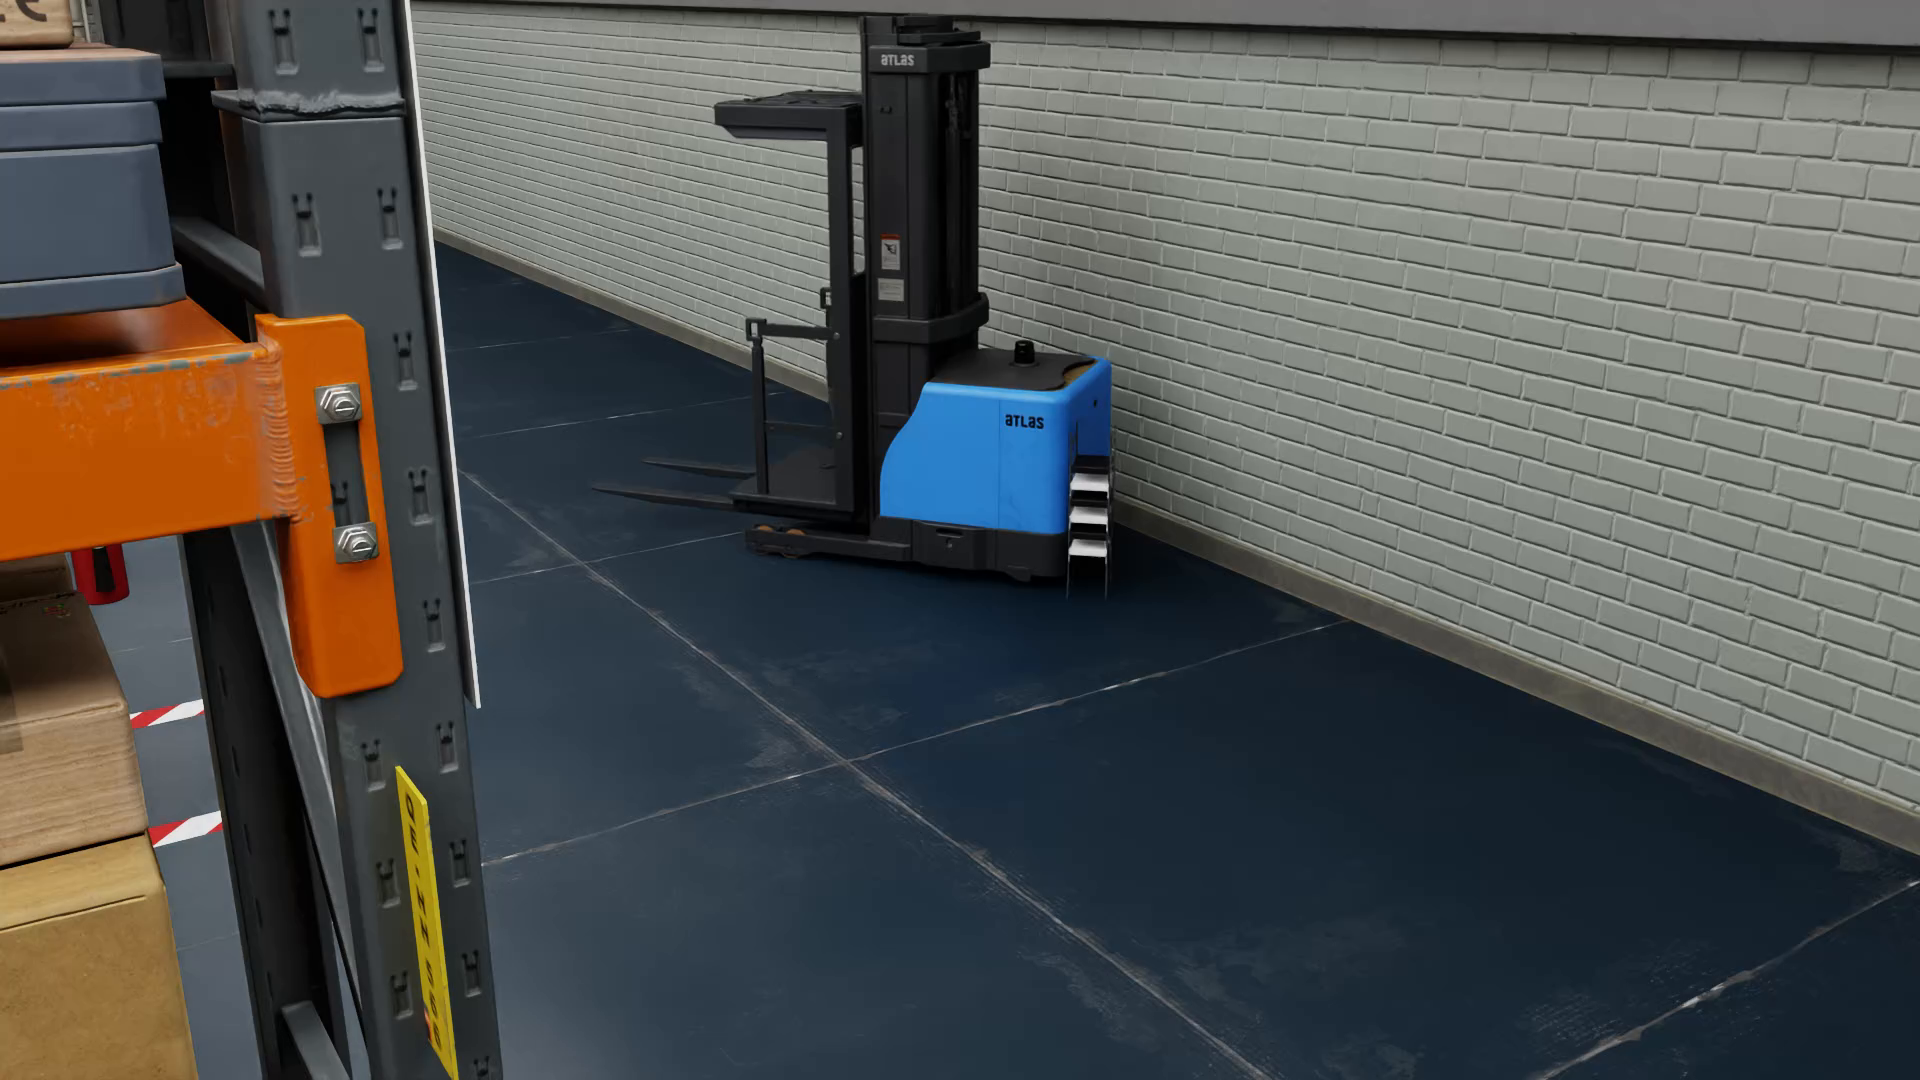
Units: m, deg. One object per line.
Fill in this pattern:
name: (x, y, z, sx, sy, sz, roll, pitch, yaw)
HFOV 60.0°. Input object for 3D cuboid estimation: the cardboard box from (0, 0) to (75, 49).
cardboard box: (-1.162, -0.584, 1.526, 0.500, 0.250, 0.500, -14, 23, -36)

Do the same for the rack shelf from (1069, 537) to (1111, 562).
rack shelf: (0.697, 0.046, 8.871, 0.200, 0.077, 0.258, 4, 19, 11)

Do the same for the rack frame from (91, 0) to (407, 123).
rack frame: (-0.836, -1.933, 1.411, 0.127, 3.000, 1.000, -12, 22, -31)

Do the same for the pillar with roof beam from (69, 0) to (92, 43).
pillar with roof beam: (-10.312, -8.114, 19.693, 0.400, 9.000, 9.100, -12, 22, -31)

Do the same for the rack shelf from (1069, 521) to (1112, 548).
rack shelf: (0.697, -0.040, 8.842, 0.200, 0.077, 0.258, 4, 19, 11)

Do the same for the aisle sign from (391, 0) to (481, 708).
aisle sign: (-0.605, -0.252, 1.747, 0.004, 0.787, 0.394, -12, 22, -31)

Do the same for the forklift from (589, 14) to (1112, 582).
forklift: (-0.696, -1.432, 9.403, 3.031, 2.935, 1.130, 7, 20, 19)

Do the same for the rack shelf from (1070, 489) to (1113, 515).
rack shelf: (0.697, -0.210, 8.785, 0.200, 0.077, 0.258, 4, 19, 11)

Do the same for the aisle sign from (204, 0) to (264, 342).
aisle sign: (-0.935, -0.412, 2.222, 0.004, 0.787, 0.394, -12, 22, -31)

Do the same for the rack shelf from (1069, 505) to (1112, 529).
rack shelf: (0.697, -0.125, 8.813, 0.200, 0.077, 0.258, 4, 19, 11)

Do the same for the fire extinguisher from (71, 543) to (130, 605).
fire extinguisher: (-3.179, -0.105, 6.073, 0.183, 0.674, 0.296, -12, 22, -31)

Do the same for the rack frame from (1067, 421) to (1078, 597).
rack frame: (0.597, -0.163, 8.822, 0.006, 0.900, 0.240, 4, 19, 11)

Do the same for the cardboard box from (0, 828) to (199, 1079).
cardboard box: (-1.108, 0.537, 1.756, 0.500, 0.500, 0.500, -11, 22, -30)

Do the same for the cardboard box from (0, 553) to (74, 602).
cardboard box: (-1.285, 0.069, 2.125, 0.250, 0.149, 0.380, -11, 22, -30)

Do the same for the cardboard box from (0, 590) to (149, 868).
cardboard box: (-1.026, 0.198, 1.746, 0.250, 0.149, 0.380, -12, 22, -31)

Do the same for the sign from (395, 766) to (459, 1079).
sign: (-0.549, 0.396, 1.712, 0.005, 0.325, 0.100, -12, 22, -31)

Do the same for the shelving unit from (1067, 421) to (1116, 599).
shelving unit: (0.697, -0.157, 8.803, 0.210, 0.900, 0.258, 4, 19, 11)

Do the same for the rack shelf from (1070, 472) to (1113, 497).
rack shelf: (0.697, -0.295, 8.756, 0.200, 0.077, 0.258, 4, 19, 11)

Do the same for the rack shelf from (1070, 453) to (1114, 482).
rack shelf: (0.697, -0.381, 8.727, 0.200, 0.077, 0.258, 4, 19, 11)

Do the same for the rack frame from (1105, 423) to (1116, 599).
rack frame: (0.796, -0.150, 8.784, 0.006, 0.900, 0.240, 4, 19, 11)

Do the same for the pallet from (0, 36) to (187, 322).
pallet: (-1.450, -0.336, 1.510, 1.213, 0.211, 1.003, -12, 22, -31)

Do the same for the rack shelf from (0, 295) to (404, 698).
rack shelf: (-2.506, 0.181, 0.964, 4.000, 0.370, 1.077, -12, 22, -31)

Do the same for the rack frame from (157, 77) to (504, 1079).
rack frame: (-0.836, 0.909, 2.371, 0.127, 3.000, 1.000, -12, 22, -31)
